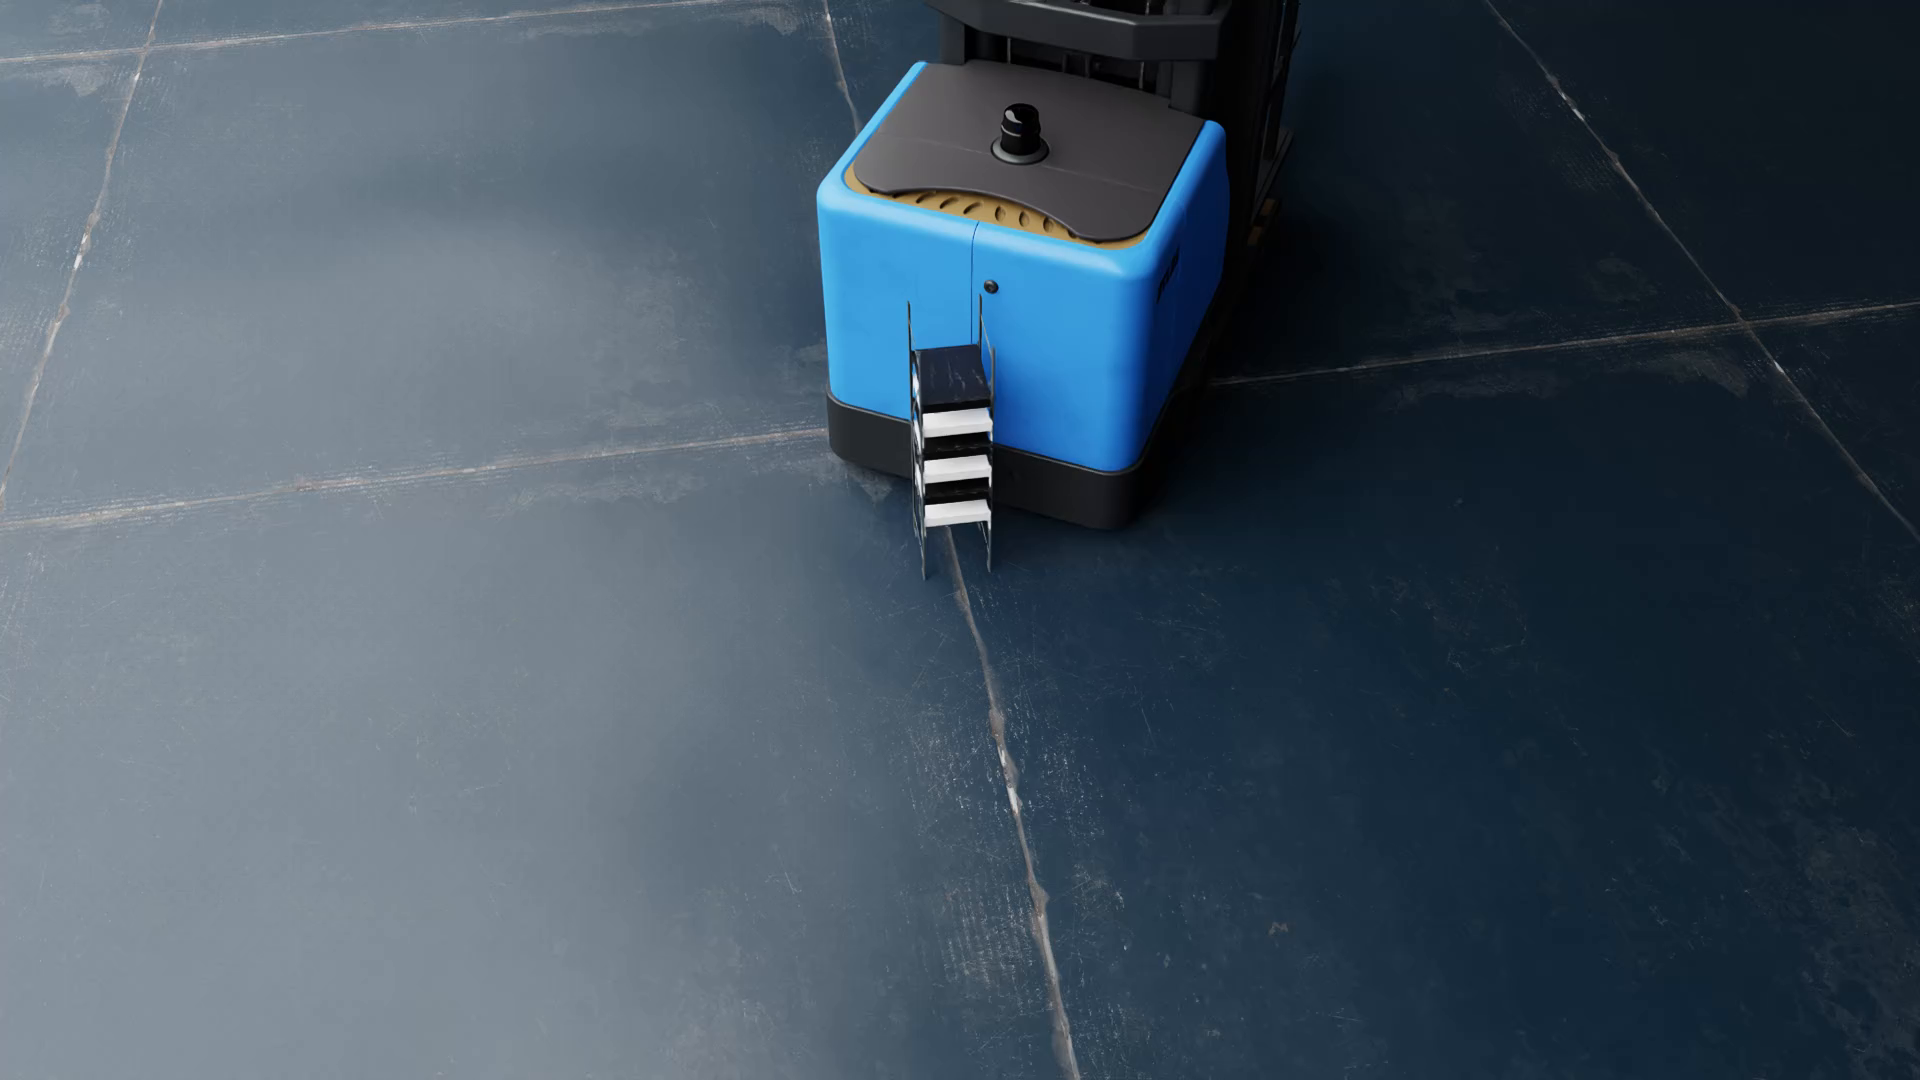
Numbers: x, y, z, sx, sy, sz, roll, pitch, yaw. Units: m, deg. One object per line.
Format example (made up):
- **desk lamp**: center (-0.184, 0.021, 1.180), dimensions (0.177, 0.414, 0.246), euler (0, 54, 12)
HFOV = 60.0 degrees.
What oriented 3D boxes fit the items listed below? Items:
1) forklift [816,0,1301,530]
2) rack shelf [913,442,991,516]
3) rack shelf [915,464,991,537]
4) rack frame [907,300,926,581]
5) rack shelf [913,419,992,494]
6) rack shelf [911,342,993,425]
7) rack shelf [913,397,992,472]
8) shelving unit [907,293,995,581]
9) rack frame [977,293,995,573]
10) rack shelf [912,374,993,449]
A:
- **forklift**: center (0.579, -2.127, 5.264), dimensions (1.130, 2.935, 3.031), euler (16, 48, 15)
- **rack shelf**: center (-0.026, -0.197, 4.986), dimensions (0.200, 0.077, 0.258), euler (-6, 46, -6)
- **rack shelf**: center (-0.026, -0.135, 5.051), dimensions (0.200, 0.077, 0.258), euler (-6, 46, -6)
- **rack frame**: center (-0.126, -0.272, 4.887), dimensions (0.006, 0.900, 0.240), euler (-6, 46, -6)
- **rack shelf**: center (-0.026, -0.260, 4.922), dimensions (0.200, 0.077, 0.258), euler (-6, 46, -6)
- **rack shelf**: center (-0.026, -0.447, 4.727), dimensions (0.200, 0.077, 0.258), euler (-6, 46, -6)
- **rack shelf**: center (-0.026, -0.322, 4.857), dimensions (0.200, 0.077, 0.258), euler (-6, 46, -6)
- **shelving unit**: center (-0.026, -0.283, 4.898), dimensions (0.210, 0.900, 0.258), euler (-6, 46, -6)
- **rack frame**: center (0.074, -0.294, 4.908), dimensions (0.006, 0.900, 0.240), euler (-6, 46, -6)
- **rack shelf**: center (-0.026, -0.385, 4.792), dimensions (0.200, 0.077, 0.258), euler (-6, 46, -6)
